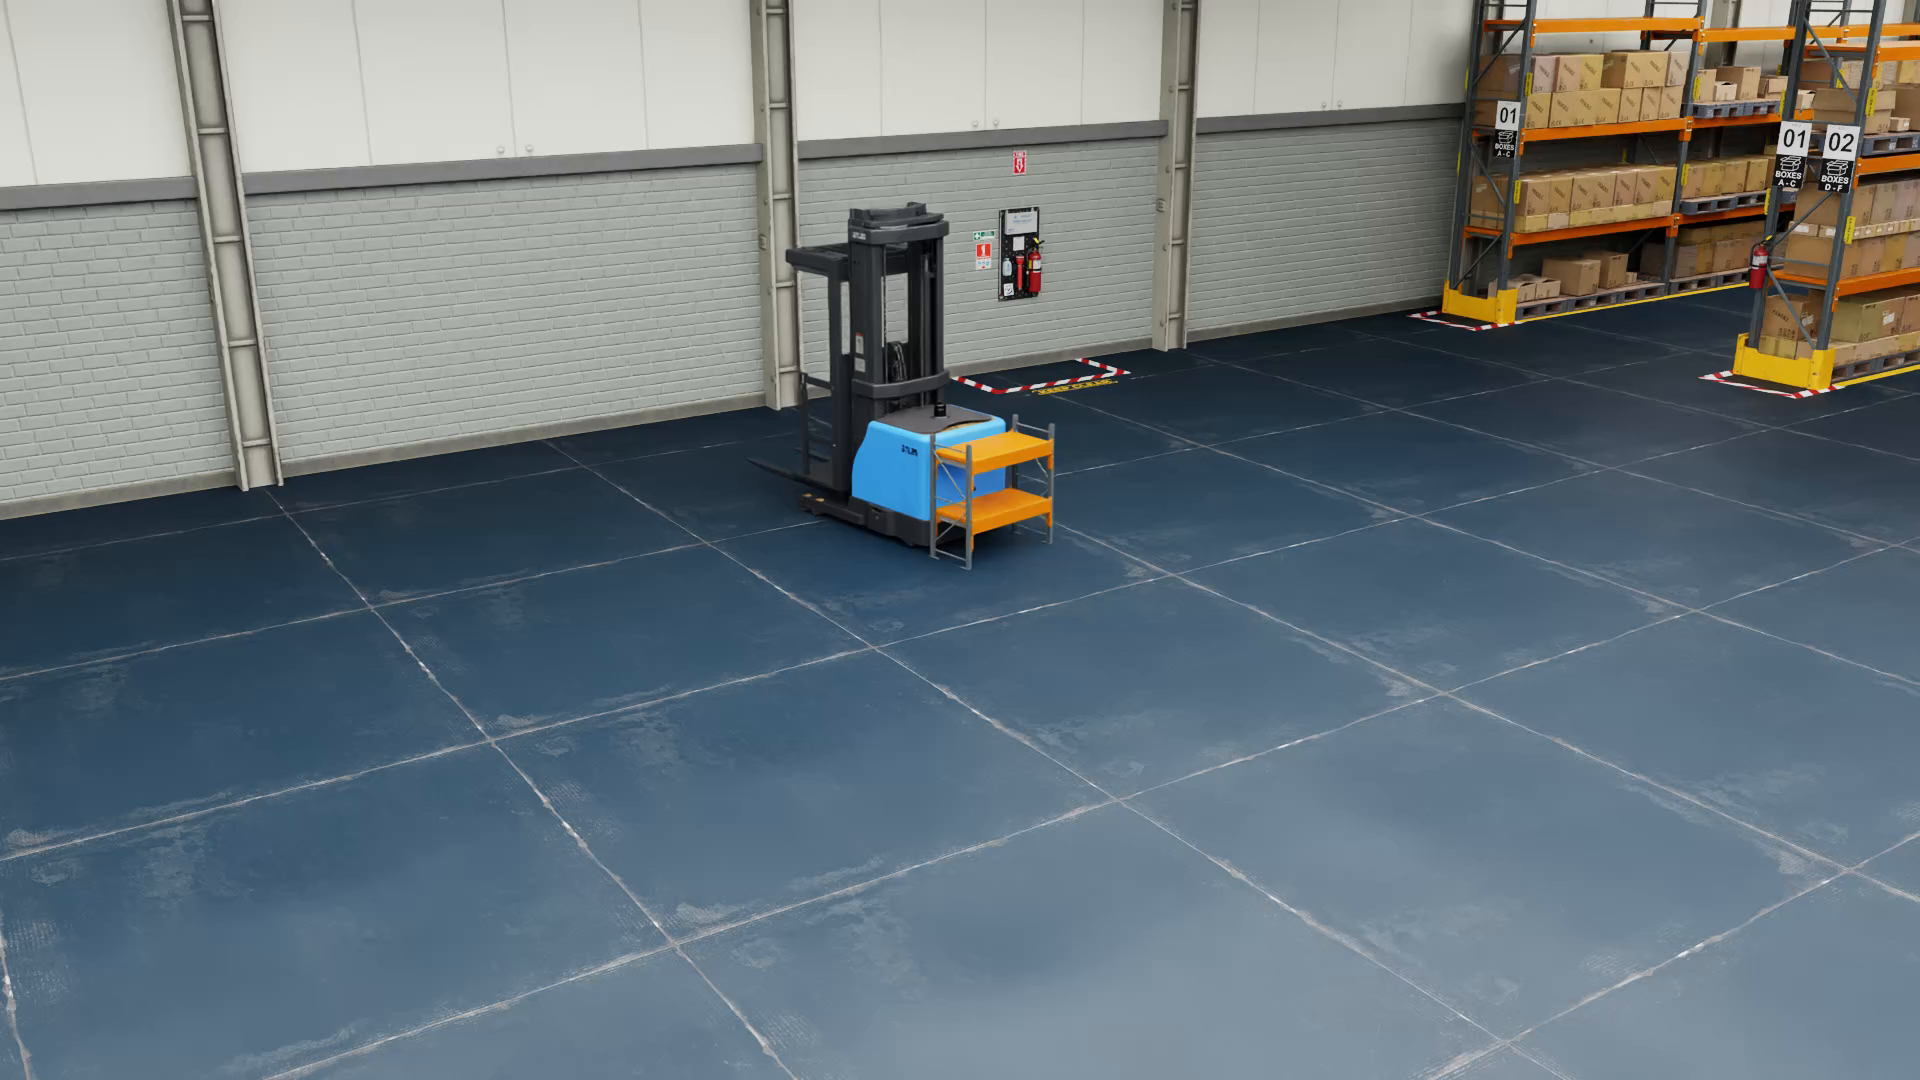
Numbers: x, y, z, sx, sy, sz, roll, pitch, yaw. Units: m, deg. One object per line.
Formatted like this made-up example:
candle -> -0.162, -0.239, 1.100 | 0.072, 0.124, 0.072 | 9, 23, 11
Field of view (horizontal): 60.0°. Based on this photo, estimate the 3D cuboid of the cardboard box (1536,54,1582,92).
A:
cardboard box -> 8.708, -6.831, 24.334 | 0.500, 0.500, 0.500 | -12, 22, -32

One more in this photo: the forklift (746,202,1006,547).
forklift -> -0.930, -1.722, 15.763 | 1.130, 2.935, 3.031 | -16, 25, -40

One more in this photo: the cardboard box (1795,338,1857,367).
cardboard box -> 11.104, -2.409, 21.323 | 0.500, 0.250, 0.500 | -12, 22, -31

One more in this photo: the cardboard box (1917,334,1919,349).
cardboard box -> 12.775, -2.761, 22.365 | 0.500, 0.250, 0.500 | -12, 22, -31

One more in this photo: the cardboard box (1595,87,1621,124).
cardboard box -> 9.558, -6.549, 25.062 | 0.500, 0.500, 0.500 | -10, 21, -28

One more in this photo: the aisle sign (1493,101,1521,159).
aisle sign -> 7.911, -5.940, 24.073 | 0.004, 0.787, 0.394 | -12, 22, -31

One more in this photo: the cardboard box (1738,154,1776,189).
cardboard box -> 13.649, -6.275, 28.280 | 0.500, 0.500, 0.700 | -14, 23, -36

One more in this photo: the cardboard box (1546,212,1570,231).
cardboard box -> 8.814, -4.836, 25.070 | 0.500, 0.250, 0.500 | -13, 22, -33

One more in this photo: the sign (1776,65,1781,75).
sign -> 14.189, -8.064, 28.800 | 0.005, 0.325, 0.100 | -12, 22, -31

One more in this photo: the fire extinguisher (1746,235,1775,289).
fire extinguisher -> 10.180, -3.544, 21.165 | 0.183, 0.674, 0.296 | -12, 22, -31

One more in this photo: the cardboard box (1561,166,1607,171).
cardboard box -> 9.786, -5.597, 26.147 | 0.500, 0.500, 0.500 | -11, 22, -30

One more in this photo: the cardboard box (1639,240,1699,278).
cardboard box -> 11.752, -4.665, 27.575 | 0.500, 0.500, 0.700 | -11, 22, -30

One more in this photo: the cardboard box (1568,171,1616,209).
cardboard box -> 9.648, -5.367, 25.468 | 0.500, 0.500, 0.500 | -11, 22, -30

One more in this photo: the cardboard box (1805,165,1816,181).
cardboard box -> 15.034, -6.426, 28.916 | 0.500, 0.500, 0.500 | -11, 22, -30

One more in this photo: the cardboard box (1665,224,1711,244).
cardboard box -> 12.118, -5.098, 27.687 | 0.500, 0.250, 0.500 | -12, 22, -33

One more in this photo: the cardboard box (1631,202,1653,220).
cardboard box -> 10.497, -5.195, 26.129 | 0.500, 0.250, 0.500 | -12, 22, -31

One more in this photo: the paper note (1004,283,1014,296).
paper note -> 0.633, -3.244, 21.533 | 0.142, 0.148, 0.016 | -12, 22, -31

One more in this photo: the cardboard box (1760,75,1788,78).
cardboard box -> 13.760, -7.623, 28.240 | 0.500, 0.500, 0.500 | -12, 22, -31

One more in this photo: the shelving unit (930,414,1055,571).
shelving unit -> 0.289, -0.438, 14.784 | 1.048, 1.125, 0.538 | -17, 25, -40

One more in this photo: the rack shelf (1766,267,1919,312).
rack shelf -> 12.204, -3.489, 22.004 | 4.000, 0.370, 1.077 | -12, 22, -31

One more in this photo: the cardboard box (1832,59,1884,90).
cardboard box -> 15.744, -8.190, 29.259 | 0.500, 0.500, 0.700 | -11, 21, -29

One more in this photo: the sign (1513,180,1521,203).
sign -> 8.105, -5.067, 24.196 | 0.005, 0.325, 0.100 | -12, 22, -31

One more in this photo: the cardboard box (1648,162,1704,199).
cardboard box -> 11.591, -5.843, 27.000 | 0.500, 0.500, 0.700 | -12, 22, -31

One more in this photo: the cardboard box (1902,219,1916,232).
cardboard box -> 12.054, -4.071, 21.434 | 0.250, 0.149, 0.380 | -12, 22, -32

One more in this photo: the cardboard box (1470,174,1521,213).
cardboard box -> 8.083, -5.235, 25.079 | 0.500, 0.500, 0.500 | -12, 22, -32

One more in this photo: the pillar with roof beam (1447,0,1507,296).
pillar with roof beam -> 10.283, -6.847, 21.446 | 0.400, 9.000, 9.100 | -12, 22, -31

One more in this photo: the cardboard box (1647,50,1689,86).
cardboard box -> 10.878, -7.297, 25.713 | 0.500, 0.500, 0.500 | -14, 23, -36

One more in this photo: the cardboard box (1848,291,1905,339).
cardboard box -> 11.931, -2.944, 21.736 | 0.500, 0.500, 0.500 | -12, 22, -31

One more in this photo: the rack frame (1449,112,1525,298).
rack frame -> 7.806, -4.802, 24.764 | 0.127, 3.000, 1.000 | -12, 22, -31

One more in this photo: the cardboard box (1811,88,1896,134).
cardboard box -> 11.016, -5.313, 20.556 | 0.637, 0.503, 0.797 | -10, 21, -28

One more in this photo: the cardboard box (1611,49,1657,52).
cardboard box -> 10.581, -7.448, 26.159 | 0.500, 0.500, 0.500 | -11, 22, -30

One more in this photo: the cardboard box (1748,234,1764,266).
cardboard box -> 13.421, -5.035, 28.669 | 0.500, 0.500, 0.700 | -12, 22, -31

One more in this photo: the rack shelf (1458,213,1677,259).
rack shelf -> 9.477, -4.813, 25.921 | 4.000, 0.370, 1.077 | -12, 22, -31

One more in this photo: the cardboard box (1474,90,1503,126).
cardboard box -> 8.015, -6.421, 24.682 | 0.500, 0.500, 0.500 | -10, 21, -28

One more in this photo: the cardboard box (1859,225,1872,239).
cardboard box -> 11.199, -3.891, 20.901 | 0.250, 0.149, 0.380 | -13, 22, -33

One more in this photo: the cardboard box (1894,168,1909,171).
cardboard box -> 16.737, -6.786, 29.981 | 0.500, 0.500, 0.500 | -12, 22, -31

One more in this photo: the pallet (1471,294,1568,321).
pallet -> 8.568, -3.628, 25.646 | 1.213, 0.211, 1.003 | -12, 22, -31

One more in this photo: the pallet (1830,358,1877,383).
pallet -> 11.149, -2.302, 21.725 | 1.213, 0.211, 1.003 | -12, 22, -31

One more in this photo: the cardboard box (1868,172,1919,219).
cardboard box -> 12.250, -4.499, 21.686 | 0.500, 0.500, 0.700 | -12, 22, -31

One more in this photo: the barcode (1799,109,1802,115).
barcode -> 10.520, -5.355, 20.812 | 0.075, 0.075, 0.001 | -12, 22, -31

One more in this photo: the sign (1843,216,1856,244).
sign -> 10.834, -3.775, 20.253 | 0.005, 0.325, 0.100 | -12, 22, -31

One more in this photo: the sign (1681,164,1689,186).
sign -> 11.452, -5.773, 26.284 | 0.005, 0.325, 0.100 | -12, 22, -31

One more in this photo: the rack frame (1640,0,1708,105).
rack frame -> 11.147, -8.348, 25.887 | 0.127, 3.000, 1.000 | -12, 22, -31

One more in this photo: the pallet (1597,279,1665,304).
pallet -> 10.605, -4.057, 26.917 | 1.213, 0.211, 1.003 | -12, 22, -31

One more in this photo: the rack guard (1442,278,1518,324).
rack guard -> 7.870, -3.631, 25.204 | 0.348, 0.500, 1.175 | -12, 22, -31

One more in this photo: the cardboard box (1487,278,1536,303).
cardboard box -> 8.434, -3.834, 25.414 | 0.500, 0.311, 0.500 | -15, 24, -37

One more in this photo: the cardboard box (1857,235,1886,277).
cardboard box -> 11.367, -3.697, 21.341 | 0.500, 0.500, 0.700 | -11, 22, -30

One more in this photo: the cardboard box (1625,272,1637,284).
cardboard box -> 10.717, -4.270, 26.929 | 0.250, 0.166, 0.380 | -16, 24, -38

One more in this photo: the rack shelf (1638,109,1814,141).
rack shelf -> 12.817, -6.939, 27.525 | 4.000, 0.370, 1.077 | -12, 22, -31

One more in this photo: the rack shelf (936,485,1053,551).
rack shelf -> 0.289, -0.206, 14.863 | 1.000, 0.278, 0.538 | -17, 25, -40

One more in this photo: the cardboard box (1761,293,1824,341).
cardboard box -> 10.818, -2.903, 21.615 | 0.500, 0.500, 0.500 | -12, 22, -31
